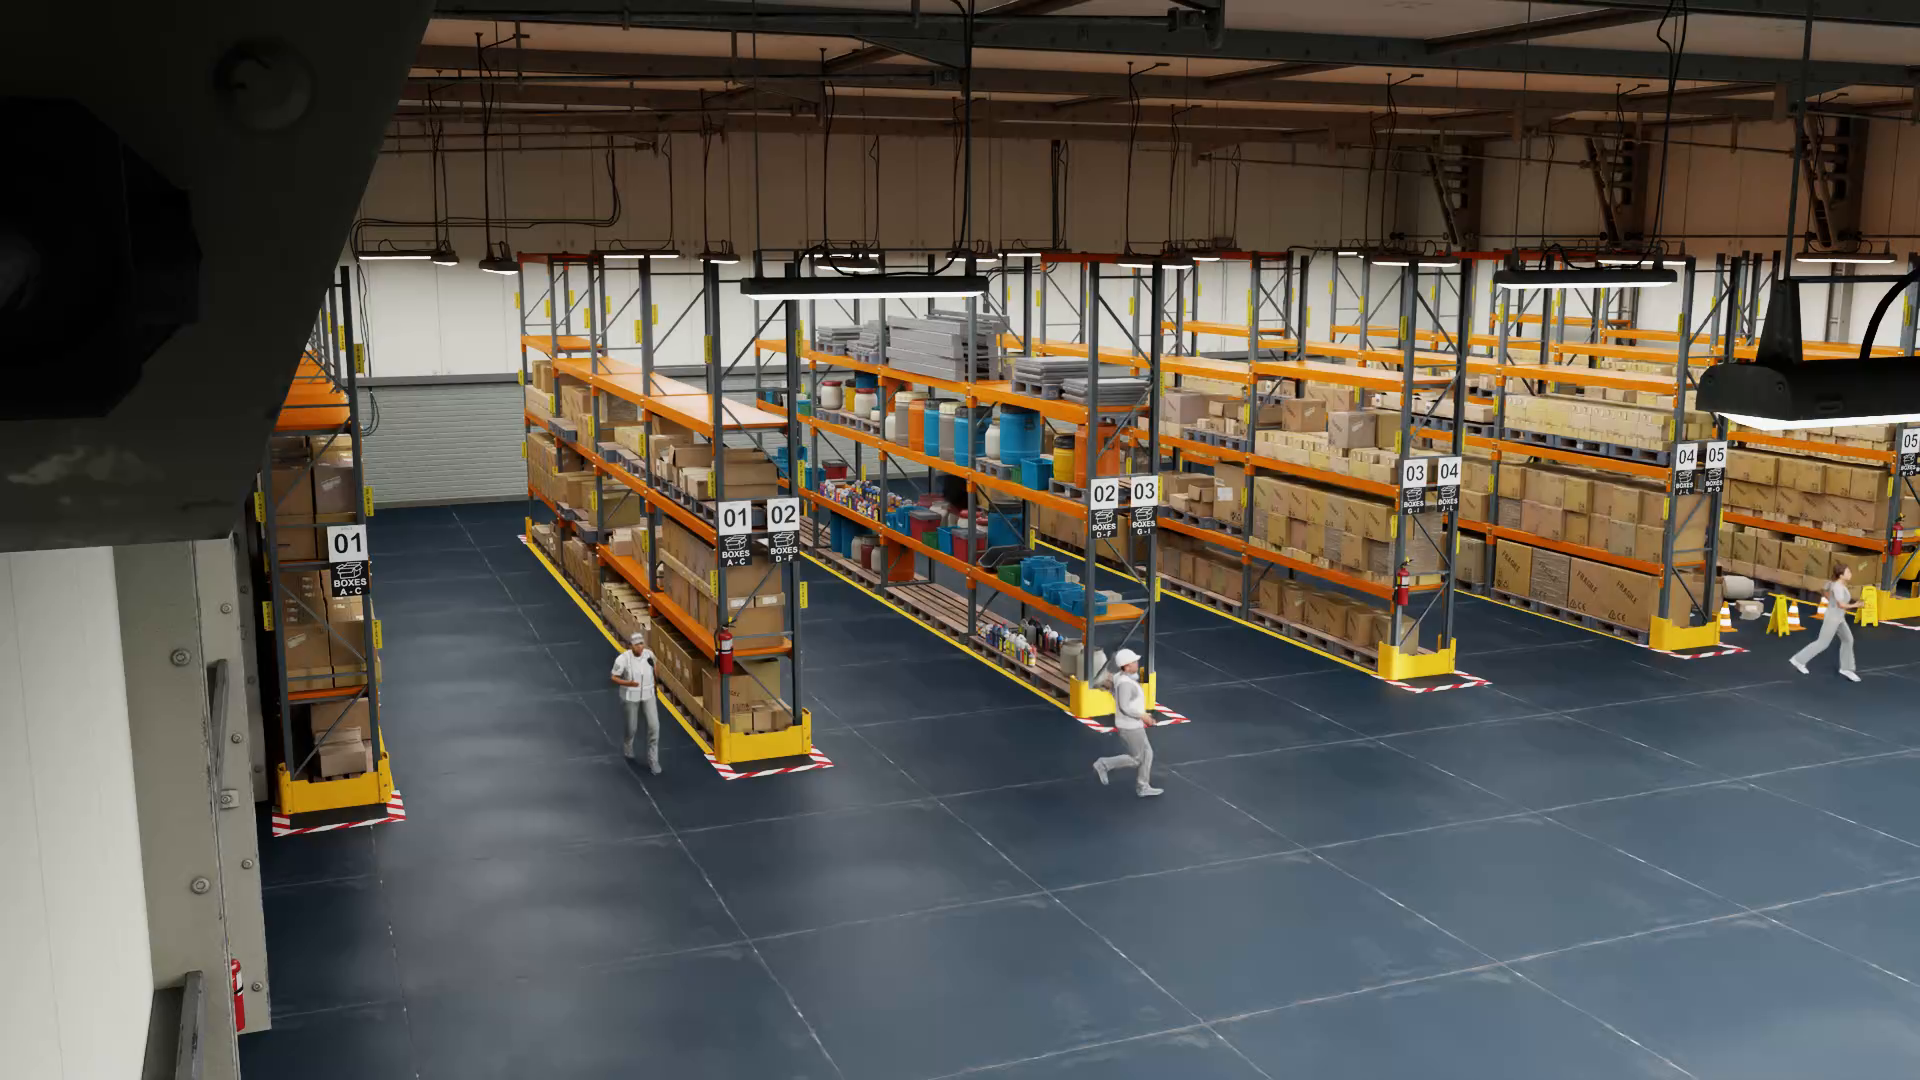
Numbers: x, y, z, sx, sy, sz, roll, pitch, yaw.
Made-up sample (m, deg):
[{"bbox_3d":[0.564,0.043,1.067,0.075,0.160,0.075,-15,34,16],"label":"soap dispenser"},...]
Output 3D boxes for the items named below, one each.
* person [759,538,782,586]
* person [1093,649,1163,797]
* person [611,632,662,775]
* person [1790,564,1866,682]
[{"bbox_3d":[-3.350,-0.104,29.263,0.710,1.763,0.885,-6,12,-31],"label":"person"},{"bbox_3d":[1.922,2.085,18.916,0.814,1.740,0.676,0,10,2],"label":"person"},{"bbox_3d":[-3.887,1.918,20.006,0.626,1.695,0.883,-5,11,-25],"label":"person"},{"bbox_3d":[12.542,1.175,23.978,0.940,1.702,0.576,5,12,27],"label":"person"}]
